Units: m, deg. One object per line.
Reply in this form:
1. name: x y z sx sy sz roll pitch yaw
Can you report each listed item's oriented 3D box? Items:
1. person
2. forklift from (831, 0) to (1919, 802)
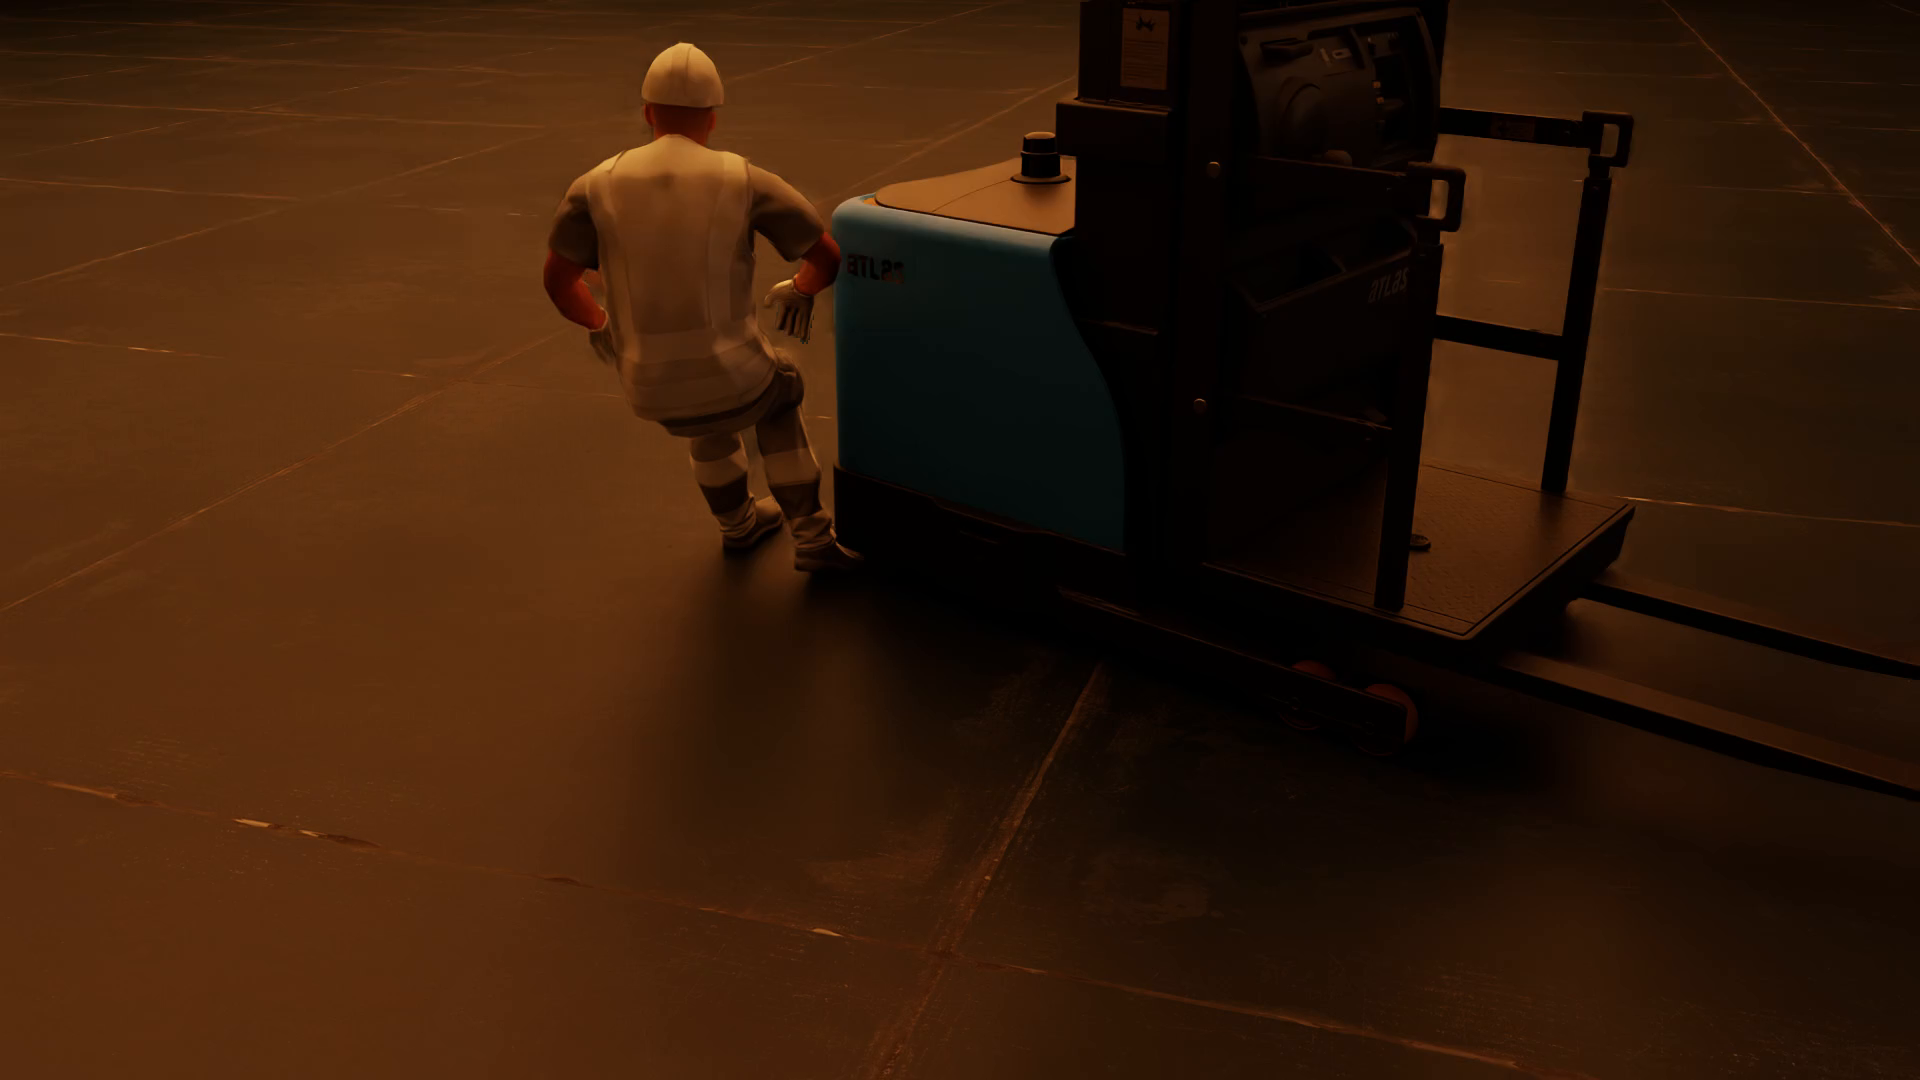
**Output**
1. person: -0.689 -0.579 4.602 0.787 1.566 0.898 -1 22 -2
2. forklift: 1.088 -1.077 3.887 3.031 2.935 1.130 17 28 36
